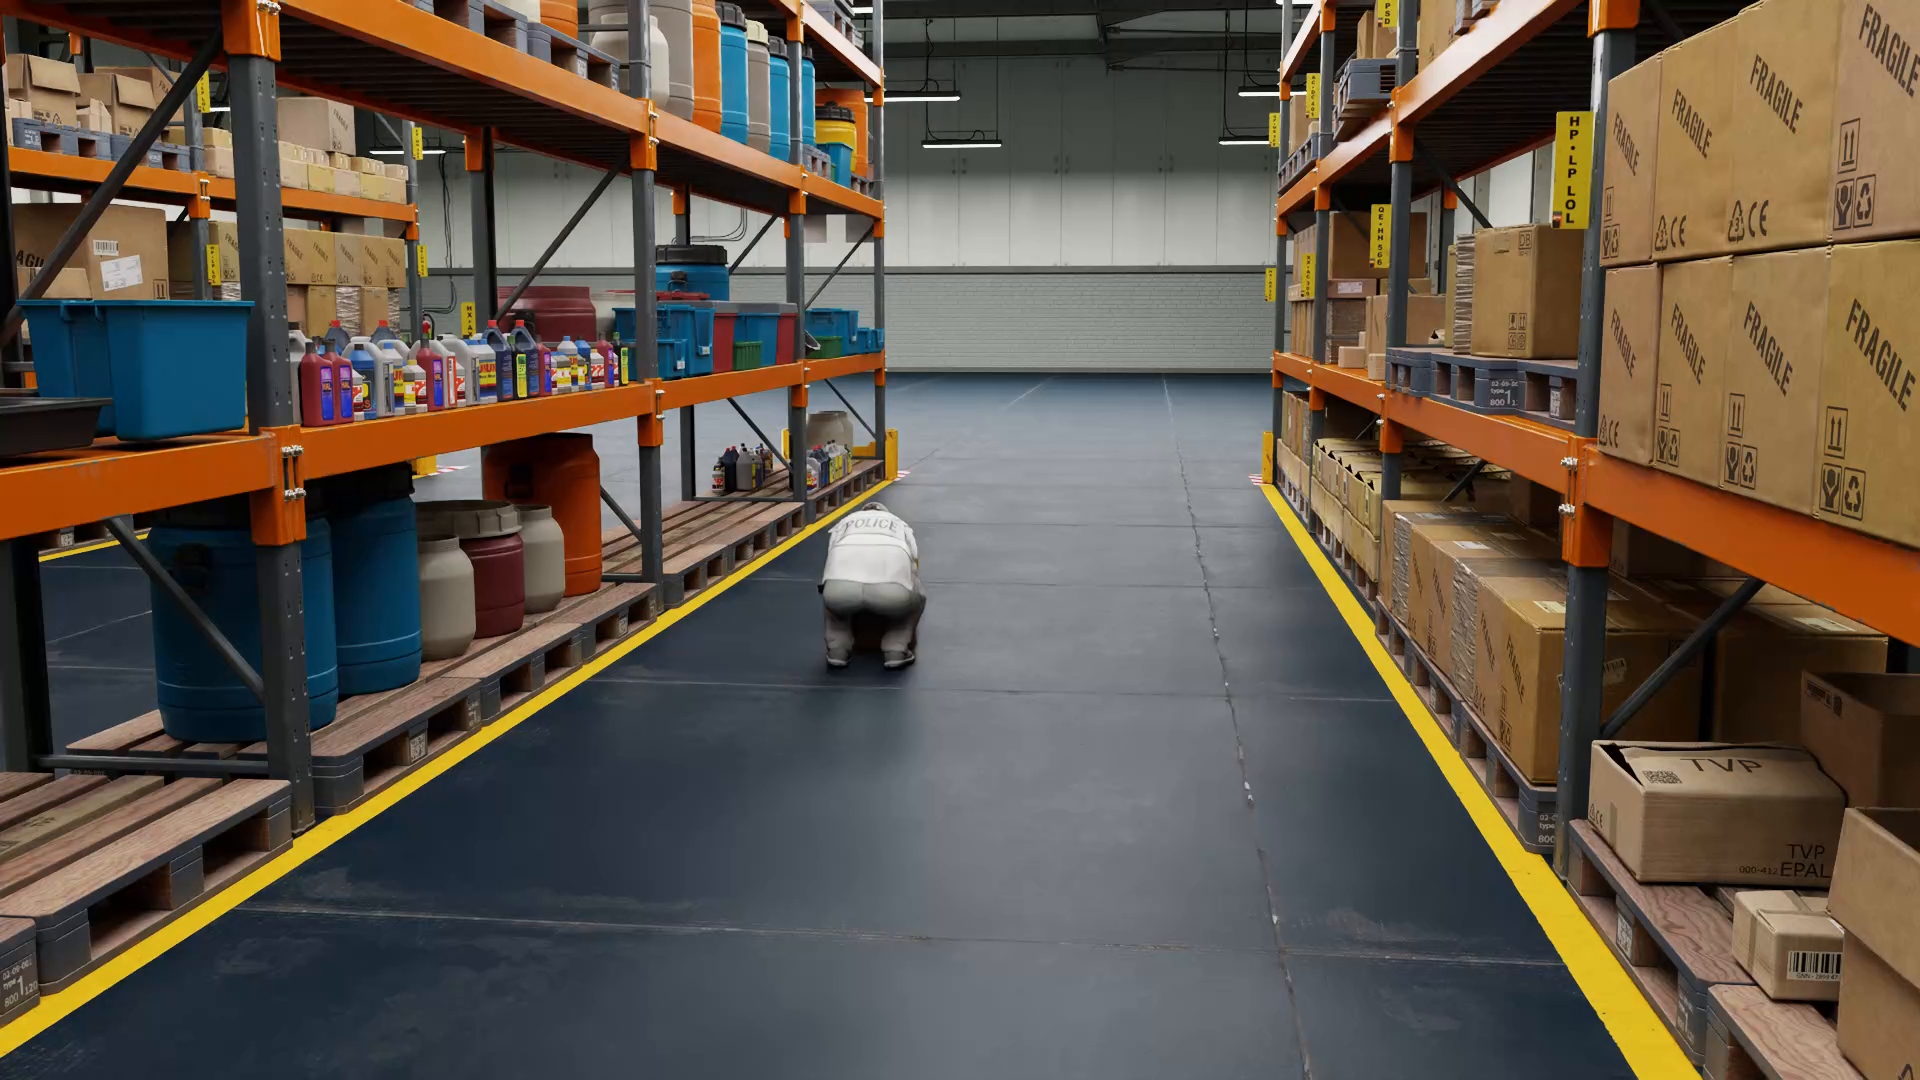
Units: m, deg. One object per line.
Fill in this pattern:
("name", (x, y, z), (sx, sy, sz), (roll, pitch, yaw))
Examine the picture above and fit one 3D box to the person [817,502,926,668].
("person", (-0.433, 0.245, 8.162), (0.520, 0.797, 0.910), (1, 8, 5))
